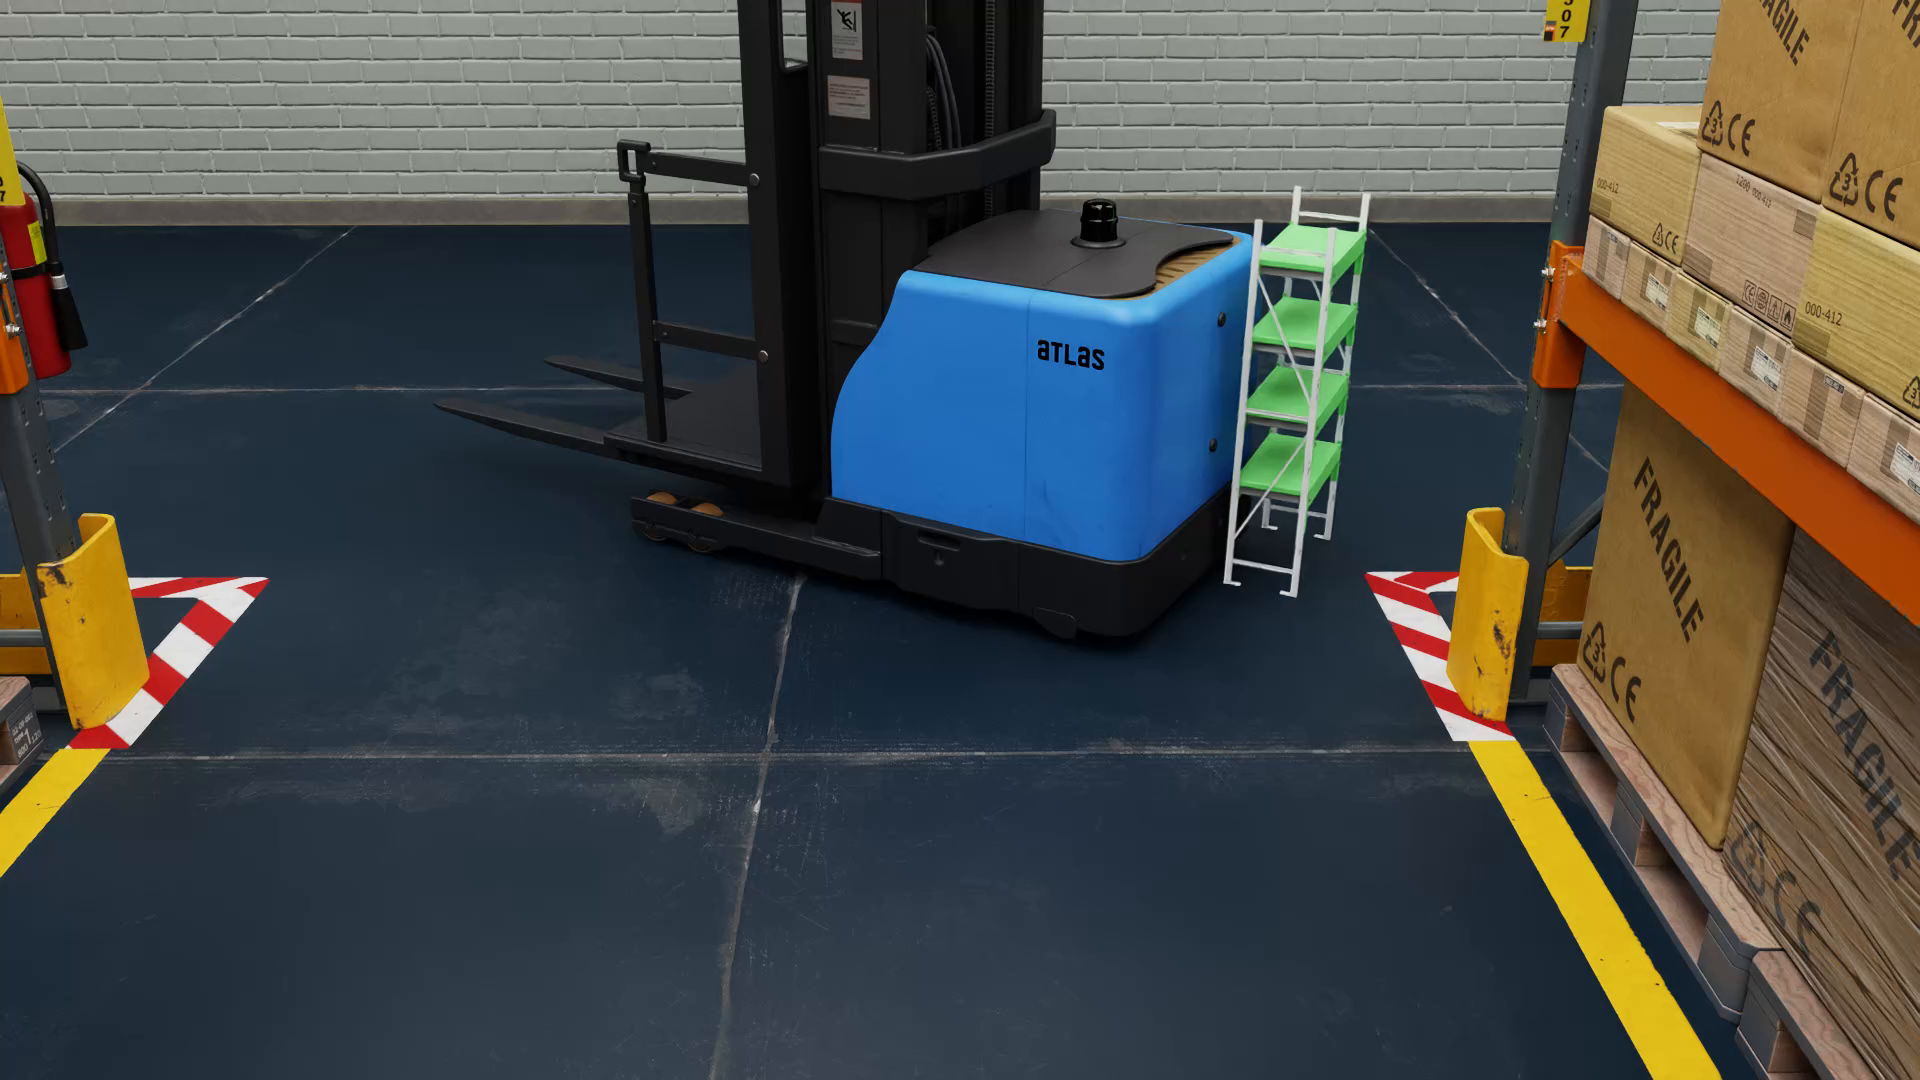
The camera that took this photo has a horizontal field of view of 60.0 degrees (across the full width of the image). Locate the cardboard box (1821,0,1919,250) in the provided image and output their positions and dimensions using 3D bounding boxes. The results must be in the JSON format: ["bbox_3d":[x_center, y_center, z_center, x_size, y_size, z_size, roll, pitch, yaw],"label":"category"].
[{"bbox_3d":[1.768,-0.715,2.602,0.500,0.500,0.500,-1,24,-2],"label":"cardboard box"}]

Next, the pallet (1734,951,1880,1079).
[{"bbox_3d":[2.113,1.177,2.892,1.003,0.211,1.213,0,24,-1],"label":"pallet"}]

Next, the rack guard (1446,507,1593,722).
[{"bbox_3d":[2.015,0.205,4.691,1.175,0.500,0.348,0,24,-1],"label":"rack guard"}]

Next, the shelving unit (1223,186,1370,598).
[{"bbox_3d":[1.079,-0.476,5.342,0.258,1.200,0.503,11,27,21],"label":"shelving unit"}]

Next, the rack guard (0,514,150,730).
[{"bbox_3d":[-2.950,0.227,4.642,1.175,0.500,0.348,0,24,-1],"label":"rack guard"}]

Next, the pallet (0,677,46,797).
[{"bbox_3d":[-2.967,0.708,3.928,1.003,0.211,1.213,0,24,-1],"label":"pallet"}]

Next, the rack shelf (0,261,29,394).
[{"bbox_3d":[-2.915,0.250,2.431,1.077,0.370,4.000,0,24,-1],"label":"rack shelf"}]

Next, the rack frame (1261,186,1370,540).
[{"bbox_3d":[1.177,-0.568,5.546,0.240,1.200,0.015,11,27,21],"label":"rack frame"}]

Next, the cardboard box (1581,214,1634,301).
[{"bbox_3d":[1.690,-0.662,3.879,0.380,0.149,0.250,0,24,0],"label":"cardboard box"}]

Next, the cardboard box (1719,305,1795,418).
[{"bbox_3d":[1.701,-0.344,3.174,0.380,0.149,0.250,-1,24,-1],"label":"cardboard box"}]

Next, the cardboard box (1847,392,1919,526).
[{"bbox_3d":[1.706,-0.132,2.708,0.380,0.149,0.250,-1,24,-1],"label":"cardboard box"}]

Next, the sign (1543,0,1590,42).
[{"bbox_3d":[1.461,-1.355,3.959,0.100,0.325,0.005,0,24,-1],"label":"sign"}]

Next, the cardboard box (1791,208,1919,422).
[{"bbox_3d":[1.765,-0.371,2.752,0.500,0.250,0.500,-1,24,-2],"label":"cardboard box"}]

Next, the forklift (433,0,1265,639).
[{"bbox_3d":[-0.545,-1.465,5.432,3.031,2.935,1.130,13,28,27],"label":"forklift"}]

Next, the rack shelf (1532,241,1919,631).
[{"bbox_3d":[2.038,0.227,2.480,1.077,0.370,4.000,0,24,-1],"label":"rack shelf"}]

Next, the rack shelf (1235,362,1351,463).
[{"bbox_3d":[1.078,-0.418,5.369,0.258,0.148,0.480,11,27,21],"label":"rack shelf"}]

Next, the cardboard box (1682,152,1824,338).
[{"bbox_3d":[1.763,-0.578,3.210,0.500,0.250,0.500,-1,24,-1],"label":"cardboard box"}]

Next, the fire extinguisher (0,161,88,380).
[{"bbox_3d":[-2.484,-0.761,4.340,0.296,0.674,0.183,0,24,-1],"label":"fire extinguisher"}]

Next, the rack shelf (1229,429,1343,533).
[{"bbox_3d":[1.075,-0.200,5.469,0.258,0.148,0.480,11,27,21],"label":"rack shelf"}]

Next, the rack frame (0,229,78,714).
[{"bbox_3d":[-2.937,-0.902,4.105,1.000,3.000,0.127,0,24,-1],"label":"rack frame"}]

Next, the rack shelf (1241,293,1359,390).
[{"bbox_3d":[1.081,-0.636,5.269,0.258,0.148,0.480,11,27,21],"label":"rack shelf"}]

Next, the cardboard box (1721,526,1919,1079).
[{"bbox_3d":[2.113,0.491,3.094,0.875,0.875,0.875,0,24,-1],"label":"cardboard box"}]

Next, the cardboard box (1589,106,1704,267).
[{"bbox_3d":[1.751,-0.793,3.684,0.500,0.250,0.500,-1,24,-2],"label":"cardboard box"}]

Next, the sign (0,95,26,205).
[{"bbox_3d":[-2.387,-0.986,4.091,0.100,0.325,0.005,0,24,-1],"label":"sign"}]

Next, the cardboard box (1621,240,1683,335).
[{"bbox_3d":[1.694,-0.557,3.645,0.380,0.149,0.250,-1,24,-1],"label":"cardboard box"}]

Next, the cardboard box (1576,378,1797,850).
[{"bbox_3d":[2.103,0.116,3.923,0.875,0.875,0.875,0,24,-1],"label":"cardboard box"}]

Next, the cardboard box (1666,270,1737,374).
[{"bbox_3d":[1.697,-0.451,3.412,0.380,0.149,0.250,-1,24,-2],"label":"cardboard box"}]

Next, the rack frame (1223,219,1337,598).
[{"bbox_3d":[0.980,-0.384,5.139,0.240,1.200,0.015,11,27,21],"label":"rack frame"}]

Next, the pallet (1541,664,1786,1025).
[{"bbox_3d":[2.103,0.675,4.001,1.003,0.211,1.213,0,24,-1],"label":"pallet"}]

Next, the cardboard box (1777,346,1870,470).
[{"bbox_3d":[1.703,-0.239,2.943,0.380,0.149,0.250,-1,24,-2],"label":"cardboard box"}]

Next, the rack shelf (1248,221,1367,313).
[{"bbox_3d":[1.084,-0.854,5.169,0.258,0.148,0.480,11,27,21],"label":"rack shelf"}]

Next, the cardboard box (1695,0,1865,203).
[{"bbox_3d":[1.756,-0.928,3.074,0.500,0.500,0.500,-1,24,-2],"label":"cardboard box"}]

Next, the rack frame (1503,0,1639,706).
[{"bbox_3d":[2.016,-0.924,4.154,1.000,3.000,0.127,0,24,-1],"label":"rack frame"}]
